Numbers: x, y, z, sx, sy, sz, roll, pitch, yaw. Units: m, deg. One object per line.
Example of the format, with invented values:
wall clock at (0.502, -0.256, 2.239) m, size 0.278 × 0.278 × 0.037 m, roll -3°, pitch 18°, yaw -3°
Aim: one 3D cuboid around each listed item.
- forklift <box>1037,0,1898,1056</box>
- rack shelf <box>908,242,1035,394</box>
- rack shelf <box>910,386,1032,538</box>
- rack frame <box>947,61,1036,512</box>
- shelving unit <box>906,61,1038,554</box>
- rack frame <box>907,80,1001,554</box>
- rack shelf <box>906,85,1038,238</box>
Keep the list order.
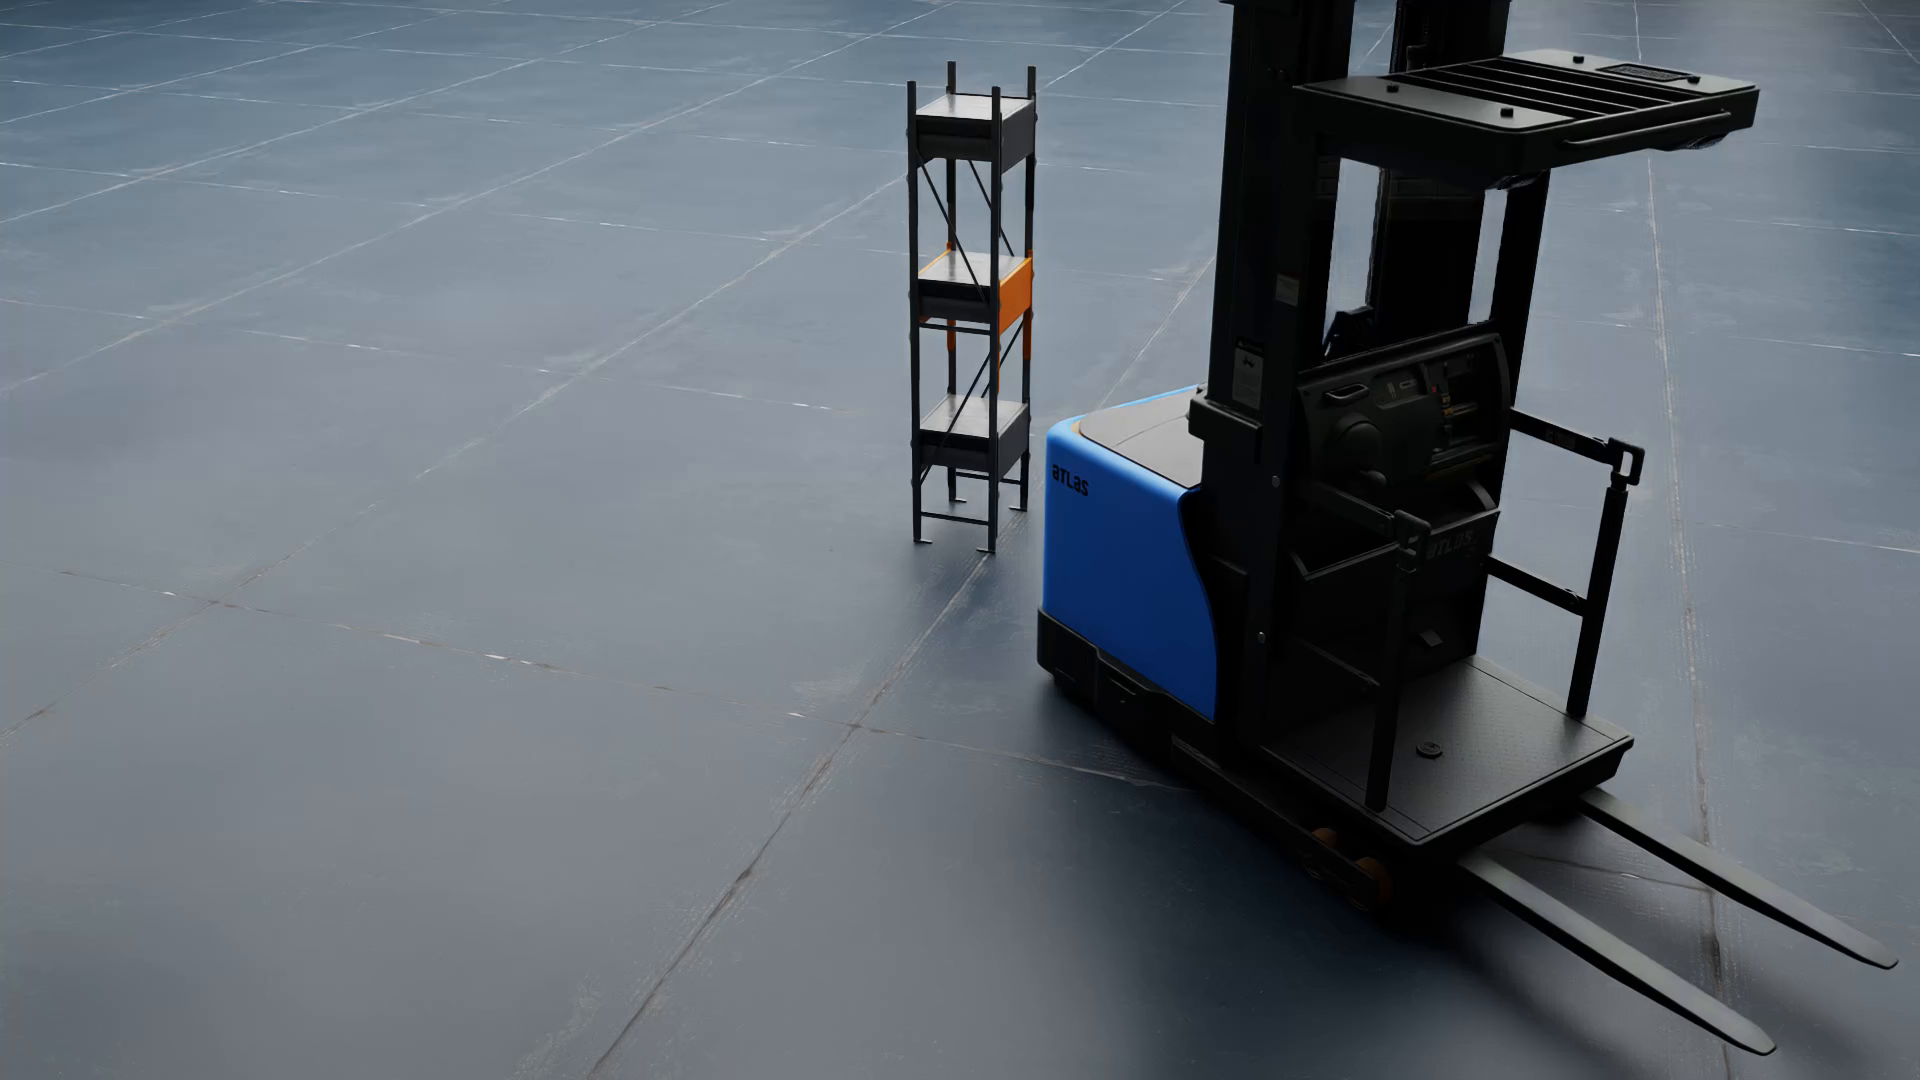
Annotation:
forklift at (1.553, -0.376, 5.163) m, size 1.130 × 2.935 × 3.031 m, roll -17°, pitch 30°, yaw -31°
rack shelf at (0.055, -1.001, 7.439) m, size 0.431 × 0.518 × 0.480 m, roll 9°, pitch 27°, yaw 17°
rack shelf at (0.055, -0.371, 7.744) m, size 0.431 × 0.518 × 0.480 m, roll 9°, pitch 27°, yaw 17°
rack frame at (0.136, -1.113, 7.640) m, size 0.400 × 2.100 × 0.015 m, roll 9°, pitch 27°, yaw 17°
shelving unit at (0.055, -1.013, 7.433) m, size 0.431 × 2.100 × 0.503 m, roll 9°, pitch 27°, yaw 17°
rack frame at (-0.026, -0.913, 7.226) m, size 0.400 × 2.100 × 0.015 m, roll 9°, pitch 27°, yaw 17°
rack shelf at (0.055, -1.631, 7.134) m, size 0.431 × 0.518 × 0.480 m, roll 9°, pitch 27°, yaw 17°
